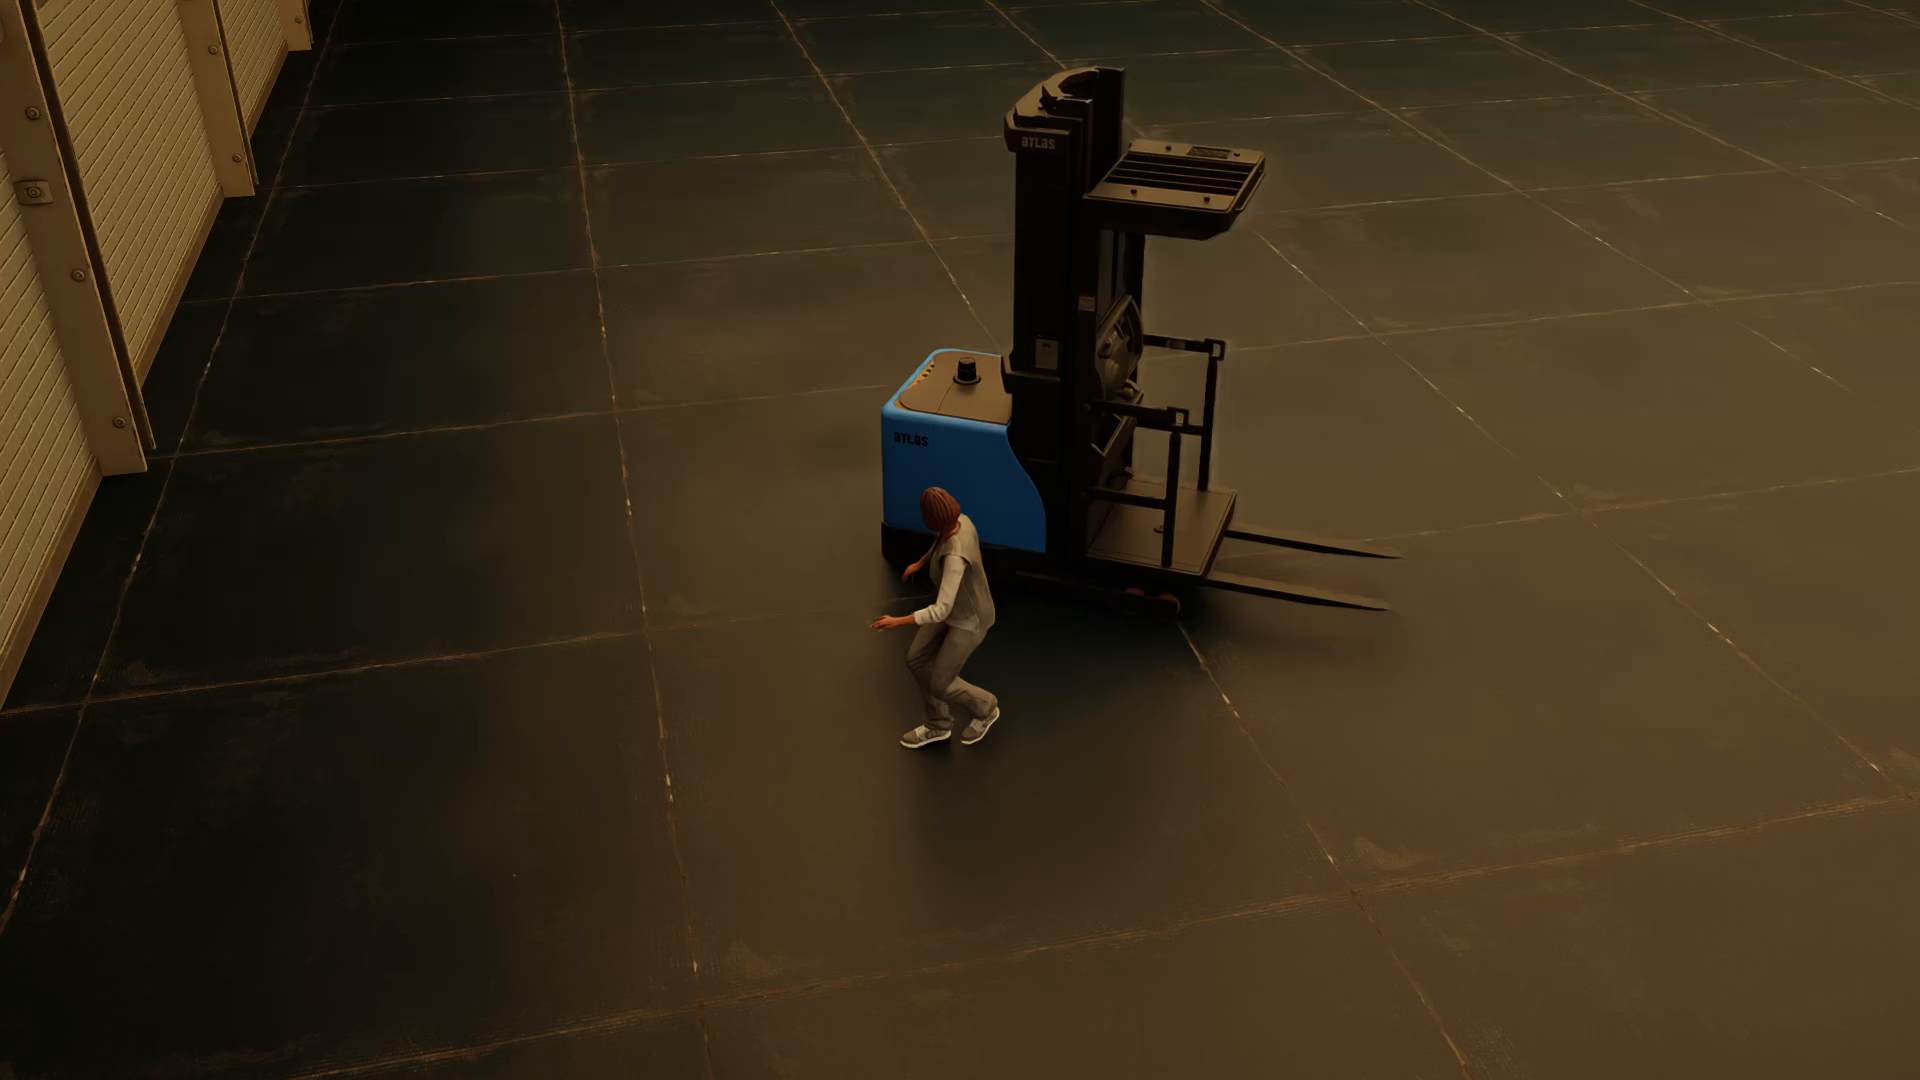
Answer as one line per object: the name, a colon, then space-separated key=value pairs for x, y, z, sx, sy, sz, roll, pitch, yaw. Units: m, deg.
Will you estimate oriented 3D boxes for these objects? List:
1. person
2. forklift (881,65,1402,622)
person: x=-0.146 y=0.388 z=8.346 sx=0.706 sy=1.496 sz=0.711 roll=-8 pitch=31 yaw=-14
forklift: x=1.095 y=-1.090 z=9.457 sx=3.031 sy=2.935 sz=1.130 roll=10 pitch=32 yaw=17
